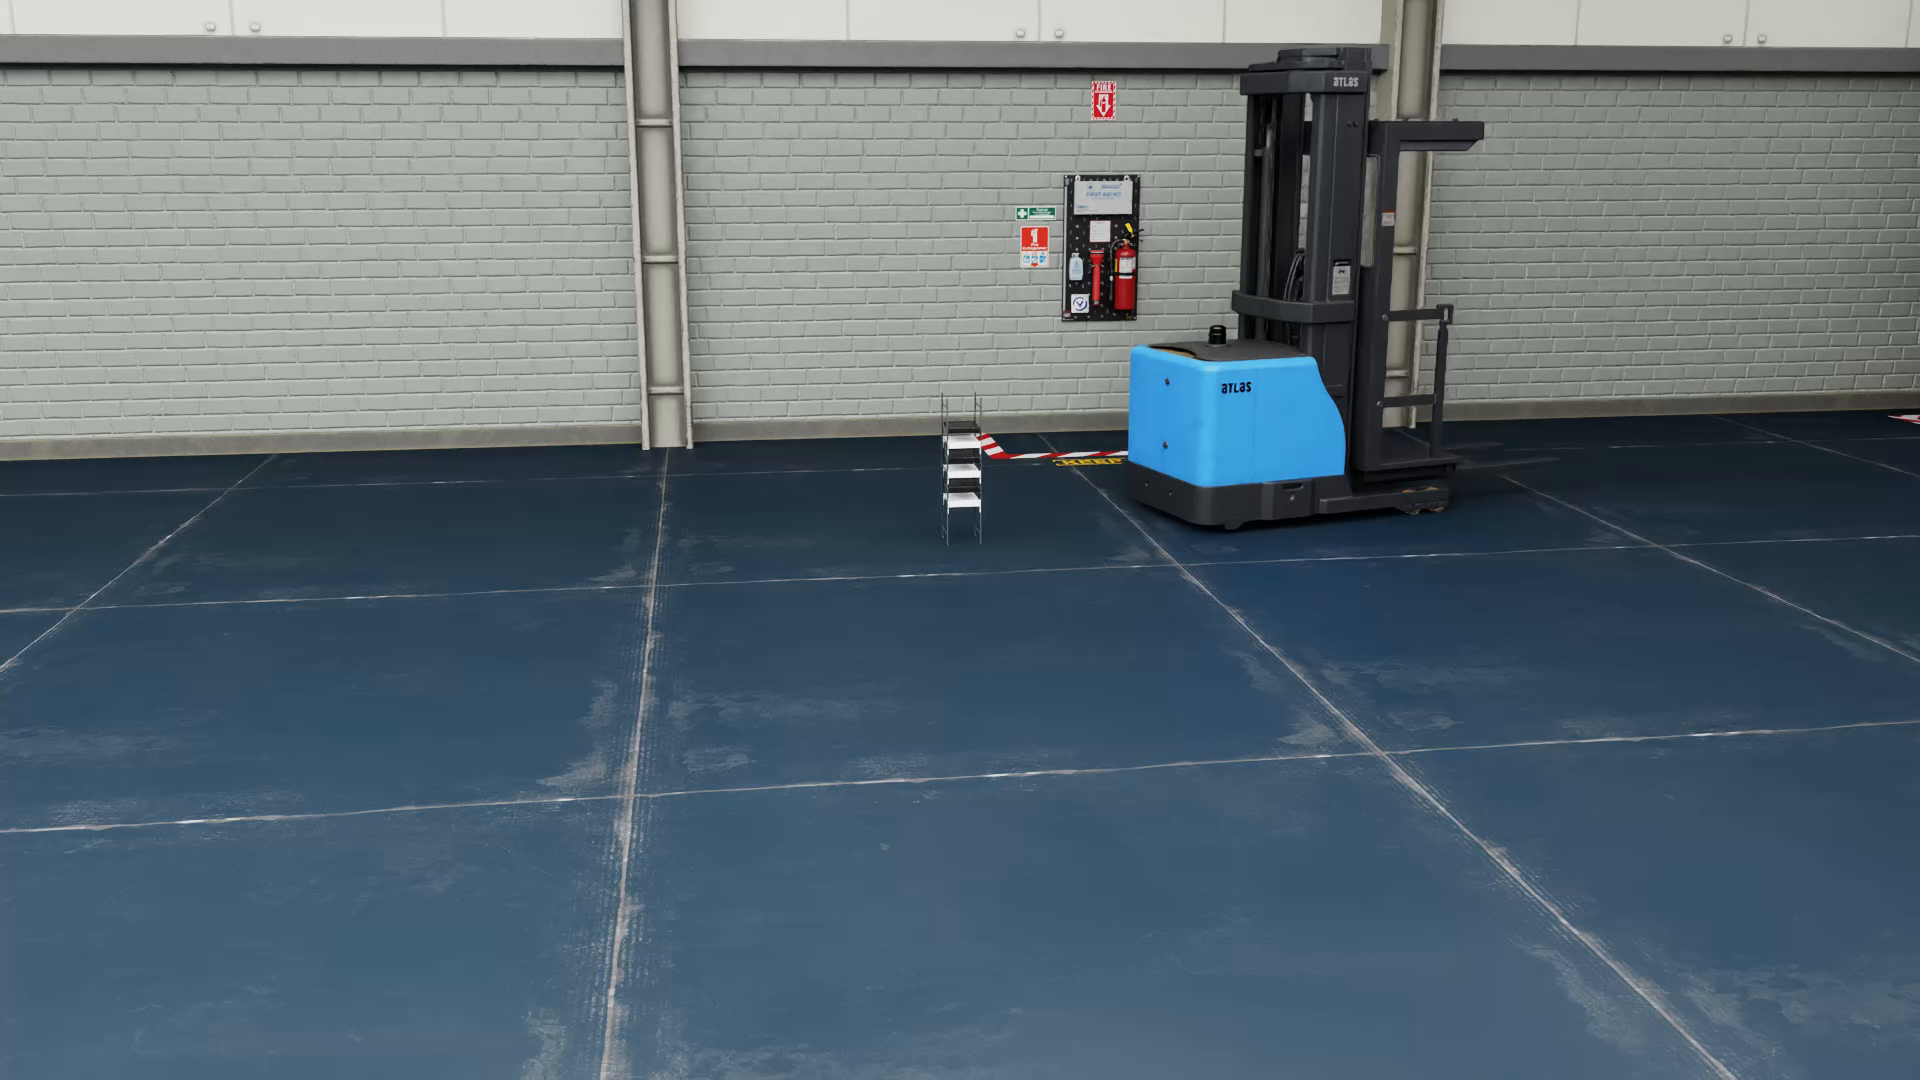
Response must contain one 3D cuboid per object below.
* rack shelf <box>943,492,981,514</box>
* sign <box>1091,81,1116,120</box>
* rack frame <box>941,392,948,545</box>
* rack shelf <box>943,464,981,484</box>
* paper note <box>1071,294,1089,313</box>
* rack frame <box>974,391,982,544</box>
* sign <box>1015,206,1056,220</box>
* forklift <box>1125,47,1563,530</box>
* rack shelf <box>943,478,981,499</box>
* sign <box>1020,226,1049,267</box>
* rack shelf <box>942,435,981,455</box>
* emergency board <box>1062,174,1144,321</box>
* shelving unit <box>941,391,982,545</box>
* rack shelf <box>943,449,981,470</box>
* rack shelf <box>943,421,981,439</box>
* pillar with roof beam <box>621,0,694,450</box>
[{"bbox_3d":[0.008,-0.230,10.165,0.200,0.077,0.258,-2,14,-8],"label":"rack shelf"},{"bbox_3d":[1.142,-3.493,13.219,0.199,0.298,0.001,-2,14,-8],"label":"sign"},{"bbox_3d":[-0.093,-0.433,10.099,0.006,0.900,0.240,-2,14,-8],"label":"rack frame"},{"bbox_3d":[0.008,-0.404,10.122,0.200,0.077,0.258,-2,14,-8],"label":"rack shelf"},{"bbox_3d":[0.979,-1.928,13.555,0.142,0.148,0.016,-2,14,-8],"label":"paper note"},{"bbox_3d":[0.109,-0.440,10.128,0.006,0.900,0.240,-2,14,-8],"label":"rack frame"},{"bbox_3d":[0.608,-2.622,13.349,0.331,0.109,0.001,-2,14,-8],"label":"sign"},{"bbox_3d":[2.668,-1.696,10.960,3.031,2.935,1.130,-6,15,-22],"label":"forklift"},{"bbox_3d":[0.008,-0.317,10.144,0.200,0.077,0.258,-2,14,-8],"label":"rack shelf"},{"bbox_3d":[0.602,-2.367,13.422,0.234,0.329,0.001,-2,14,-8],"label":"sign"},{"bbox_3d":[0.008,-0.579,10.078,0.200,0.077,0.258,-2,14,-8],"label":"rack shelf"},{"bbox_3d":[1.164,-2.345,13.407,0.643,1.169,0.194,-2,14,-8],"label":"emergency board"},{"bbox_3d":[0.008,-0.437,10.114,0.210,0.900,0.258,-2,14,-8],"label":"shelving unit"},{"bbox_3d":[0.008,-0.492,10.100,0.200,0.077,0.258,-2,14,-8],"label":"rack shelf"},{"bbox_3d":[0.008,-0.666,10.056,0.200,0.077,0.258,-2,14,-8],"label":"rack shelf"},{"bbox_3d":[-1.678,-4.083,8.002,0.400,9.000,9.100,-2,14,-8],"label":"pillar with roof beam"}]
